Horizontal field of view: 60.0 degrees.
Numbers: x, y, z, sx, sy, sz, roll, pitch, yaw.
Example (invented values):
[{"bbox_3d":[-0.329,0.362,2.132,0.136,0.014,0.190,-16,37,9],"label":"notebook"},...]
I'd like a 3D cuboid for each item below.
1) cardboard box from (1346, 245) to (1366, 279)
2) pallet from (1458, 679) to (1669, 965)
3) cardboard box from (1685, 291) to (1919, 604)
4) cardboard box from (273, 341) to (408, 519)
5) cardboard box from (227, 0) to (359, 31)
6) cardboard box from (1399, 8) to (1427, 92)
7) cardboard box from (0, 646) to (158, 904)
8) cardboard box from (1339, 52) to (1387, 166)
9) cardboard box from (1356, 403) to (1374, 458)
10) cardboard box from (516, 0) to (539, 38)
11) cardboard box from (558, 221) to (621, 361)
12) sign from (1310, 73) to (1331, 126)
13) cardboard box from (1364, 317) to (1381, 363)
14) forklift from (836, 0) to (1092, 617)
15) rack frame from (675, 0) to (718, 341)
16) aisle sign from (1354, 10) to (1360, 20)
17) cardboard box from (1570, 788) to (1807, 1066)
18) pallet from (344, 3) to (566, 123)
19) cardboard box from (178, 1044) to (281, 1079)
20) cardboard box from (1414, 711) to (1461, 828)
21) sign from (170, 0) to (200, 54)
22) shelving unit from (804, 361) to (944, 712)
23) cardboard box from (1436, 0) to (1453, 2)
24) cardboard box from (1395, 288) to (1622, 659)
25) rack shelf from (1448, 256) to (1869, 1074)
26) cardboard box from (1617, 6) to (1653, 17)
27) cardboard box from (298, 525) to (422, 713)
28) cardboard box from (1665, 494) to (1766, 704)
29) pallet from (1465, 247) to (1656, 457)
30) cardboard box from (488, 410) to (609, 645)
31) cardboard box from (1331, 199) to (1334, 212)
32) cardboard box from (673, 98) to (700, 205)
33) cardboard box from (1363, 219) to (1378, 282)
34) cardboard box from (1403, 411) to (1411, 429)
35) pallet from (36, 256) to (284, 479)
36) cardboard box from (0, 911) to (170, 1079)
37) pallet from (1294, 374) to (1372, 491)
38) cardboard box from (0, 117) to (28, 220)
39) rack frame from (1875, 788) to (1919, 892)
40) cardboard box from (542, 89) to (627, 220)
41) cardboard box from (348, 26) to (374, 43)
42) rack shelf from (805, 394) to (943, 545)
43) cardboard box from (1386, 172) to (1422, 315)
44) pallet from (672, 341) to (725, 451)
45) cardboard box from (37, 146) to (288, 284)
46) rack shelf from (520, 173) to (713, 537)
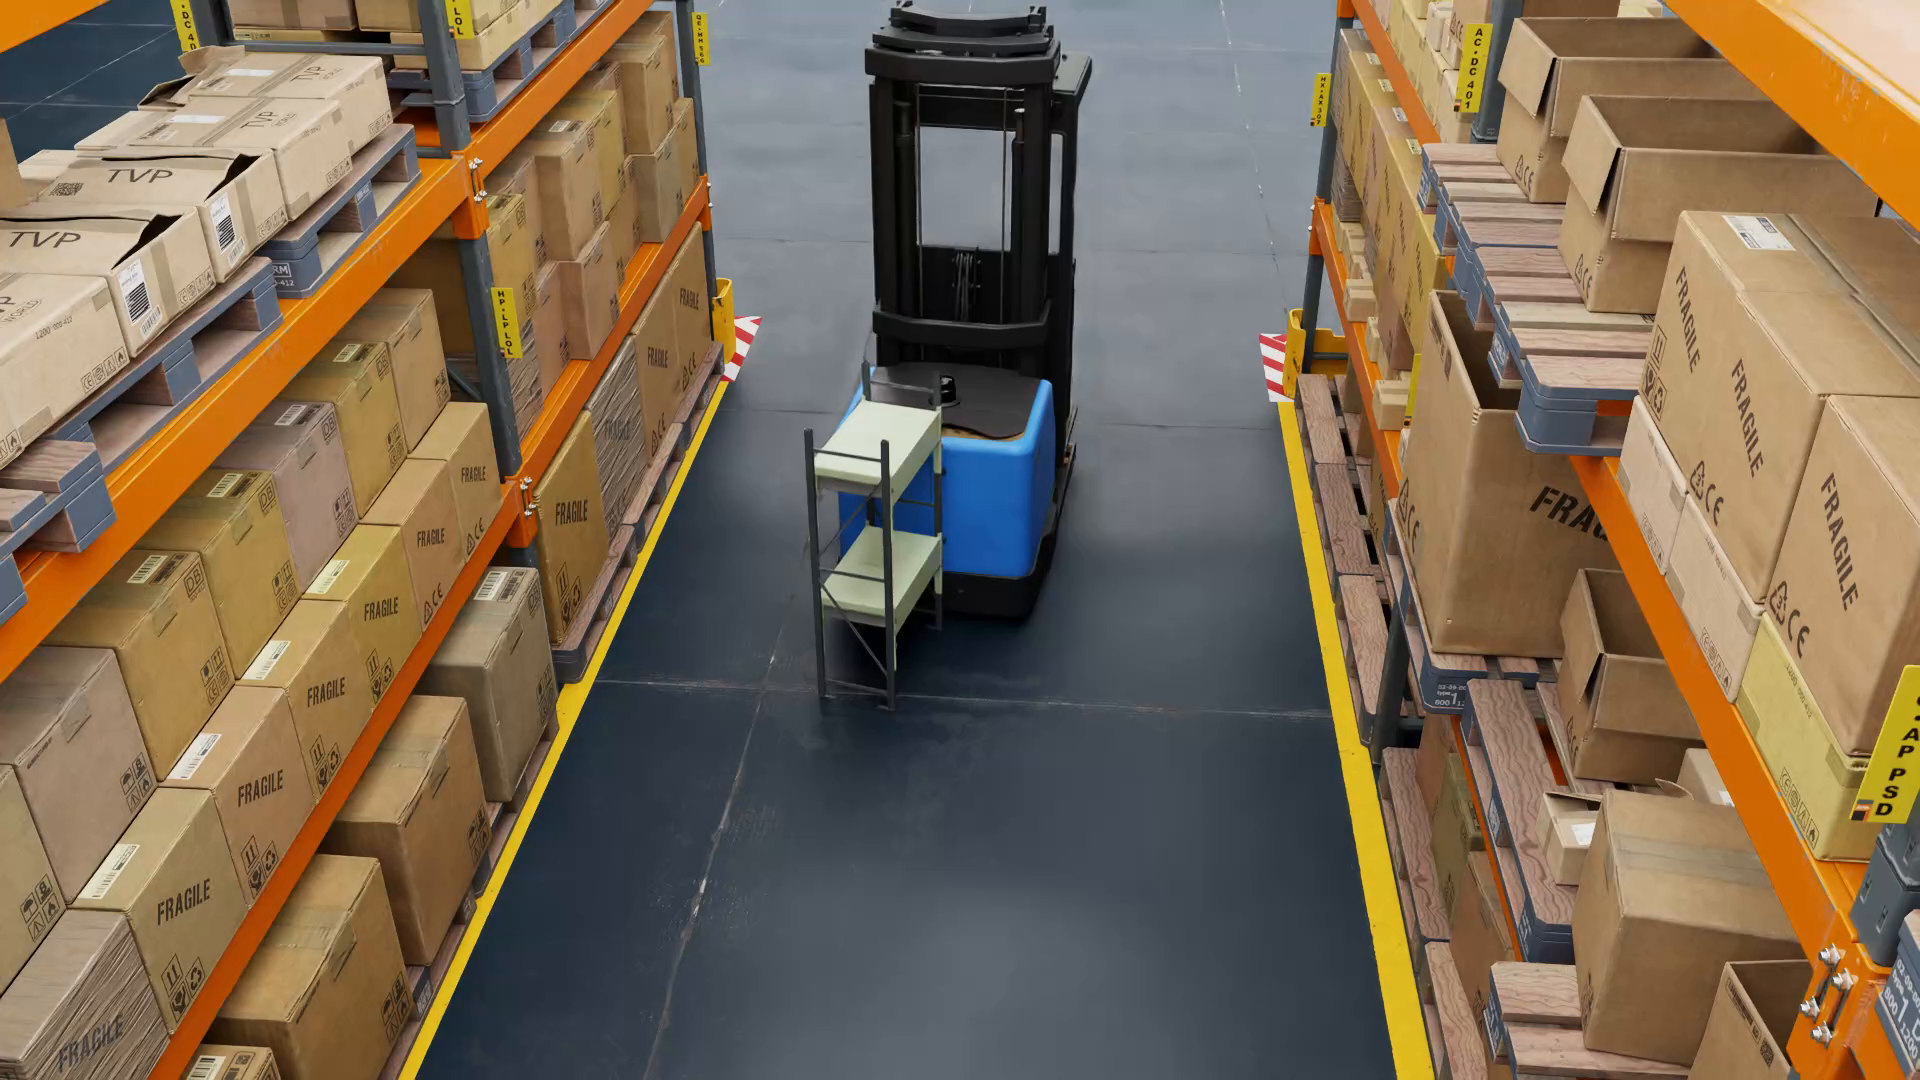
[{"bbox_3d":[2.404,-1.551,9.427,0.380,0.149,0.250,2,32,4],"label":"cardboard box"},{"bbox_3d":[2.235,0.910,5.378,1.003,0.211,1.213,2,32,4],"label":"pallet"},{"bbox_3d":[1.935,-0.196,3.559,0.500,0.500,0.500,2,32,4],"label":"cardboard box"},{"bbox_3d":[-2.569,-0.431,6.322,0.700,0.500,0.500,2,32,3],"label":"cardboard box"},{"bbox_3d":[-2.711,-2.321,6.942,0.500,0.250,0.500,2,32,3],"label":"cardboard box"},{"bbox_3d":[2.307,-2.229,7.572,0.500,0.250,0.500,2,32,4],"label":"cardboard box"},{"bbox_3d":[-2.734,0.633,4.596,0.700,0.500,0.500,2,32,3],"label":"cardboard box"},{"bbox_3d":[2.402,-2.376,9.195,0.500,0.500,0.500,2,32,4],"label":"cardboard box"},{"bbox_3d":[2.684,-0.793,9.941,0.500,0.500,0.500,11,33,17],"label":"cardboard box"},{"bbox_3d":[-2.085,-2.325,7.328,0.380,0.149,0.250,2,32,4],"label":"cardboard box"},{"bbox_3d":[-2.293,-1.315,8.662,0.875,0.550,0.550,2,32,4],"label":"cardboard box"},{"bbox_3d":[2.225,-2.710,10.244,0.100,0.325,0.005,2,32,4],"label":"sign"},{"bbox_3d":[2.302,-1.029,8.580,0.380,0.149,0.250,2,32,4],"label":"cardboard box"},{"bbox_3d":[0.112,-1.604,9.339,1.130,2.935,3.031,5,32,8],"label":"forklift"},{"bbox_3d":[-2.169,-2.583,10.863,1.000,3.000,0.127,2,32,4],"label":"rack frame"},{"bbox_3d":[2.472,-3.470,9.825,0.394,0.787,0.004,2,32,4],"label":"aisle sign"},{"bbox_3d":[2.065,1.063,4.451,0.700,0.500,0.500,7,32,11],"label":"cardboard box"},{"bbox_3d":[-2.418,-2.158,7.399,1.003,0.211,1.213,2,32,4],"label":"pallet"},{"bbox_3d":[-2.681,2.064,5.065,1.050,0.750,0.750,2,32,3],"label":"cardboard box"},{"bbox_3d":[2.369,0.970,7.060,0.700,0.500,0.500,0,32,0],"label":"cardboard box"},{"bbox_3d":[-3.048,-2.045,6.563,0.100,0.325,0.005,2,32,4],"label":"sign"},{"bbox_3d":[-0.396,-0.013,8.122,0.431,1.500,0.755,10,33,15],"label":"shelving unit"},{"bbox_3d":[2.317,-2.340,7.372,0.380,0.149,0.250,4,32,6],"label":"cardboard box"},{"bbox_3d":[2.236,-0.252,6.107,1.000,1.000,1.000,3,32,4],"label":"cardboard box"},{"bbox_3d":[2.278,-0.152,4.744,1.077,0.370,4.000,2,32,4],"label":"rack shelf"},{"bbox_3d":[2.748,-2.180,7.112,0.380,0.149,0.250,3,32,5],"label":"cardboard box"},{"bbox_3d":[-2.353,0.279,6.124,0.500,0.500,0.500,3,32,5],"label":"cardboard box"},{"bbox_3d":[1.936,0.132,3.740,0.500,0.250,0.500,2,32,4],"label":"cardboard box"},{"bbox_3d":[2.203,-0.563,4.905,1.213,0.211,1.003,2,32,4],"label":"pallet"},{"bbox_3d":[-2.374,-0.092,8.445,0.875,0.875,0.875,3,32,5],"label":"cardboard box"},{"bbox_3d":[2.505,-2.073,10.274,0.380,0.149,0.250,2,32,4],"label":"cardboard box"},{"bbox_3d":[-2.154,-2.451,10.506,0.875,0.550,0.550,2,32,4],"label":"cardboard box"},{"bbox_3d":[2.689,-1.675,9.010,0.875,0.500,0.500,2,32,4],"label":"cardboard box"},{"bbox_3d":[2.275,-0.503,7.727,0.380,0.149,0.250,2,32,4],"label":"cardboard box"},{"bbox_3d":[-2.733,-0.520,4.837,1.003,0.211,1.213,4,32,6],"label":"pallet"},{"bbox_3d":[-2.515,1.334,4.411,0.500,0.500,0.500,3,32,5],"label":"cardboard box"},{"bbox_3d":[2.659,-0.668,10.414,1.003,0.211,1.213,2,32,4],"label":"pallet"},{"bbox_3d":[-2.958,-0.862,4.620,0.500,0.500,0.500,2,32,4],"label":"cardboard box"},{"bbox_3d":[2.115,-0.689,2.071,1.000,3.000,0.127,2,32,4],"label":"rack frame"},{"bbox_3d":[-2.285,-2.053,8.831,0.875,0.550,0.500,2,32,4],"label":"cardboard box"},{"bbox_3d":[-2.763,-2.219,7.156,0.380,0.149,0.250,3,32,5],"label":"cardboard box"},{"bbox_3d":[-0.396,-0.346,7.918,0.431,0.370,0.720,10,33,15],"label":"rack shelf"},{"bbox_3d":[2.242,-1.330,7.498,0.500,0.500,0.500,2,32,4],"label":"cardboard box"},{"bbox_3d":[-2.156,-0.975,10.911,1.003,0.211,1.213,2,32,4],"label":"pallet"},{"bbox_3d":[-2.418,-1.026,5.066,0.500,0.311,0.500,1,32,2],"label":"cardboard box"},{"bbox_3d":[-2.332,-1.231,9.355,1.077,0.370,4.000,2,32,4],"label":"rack shelf"}]
